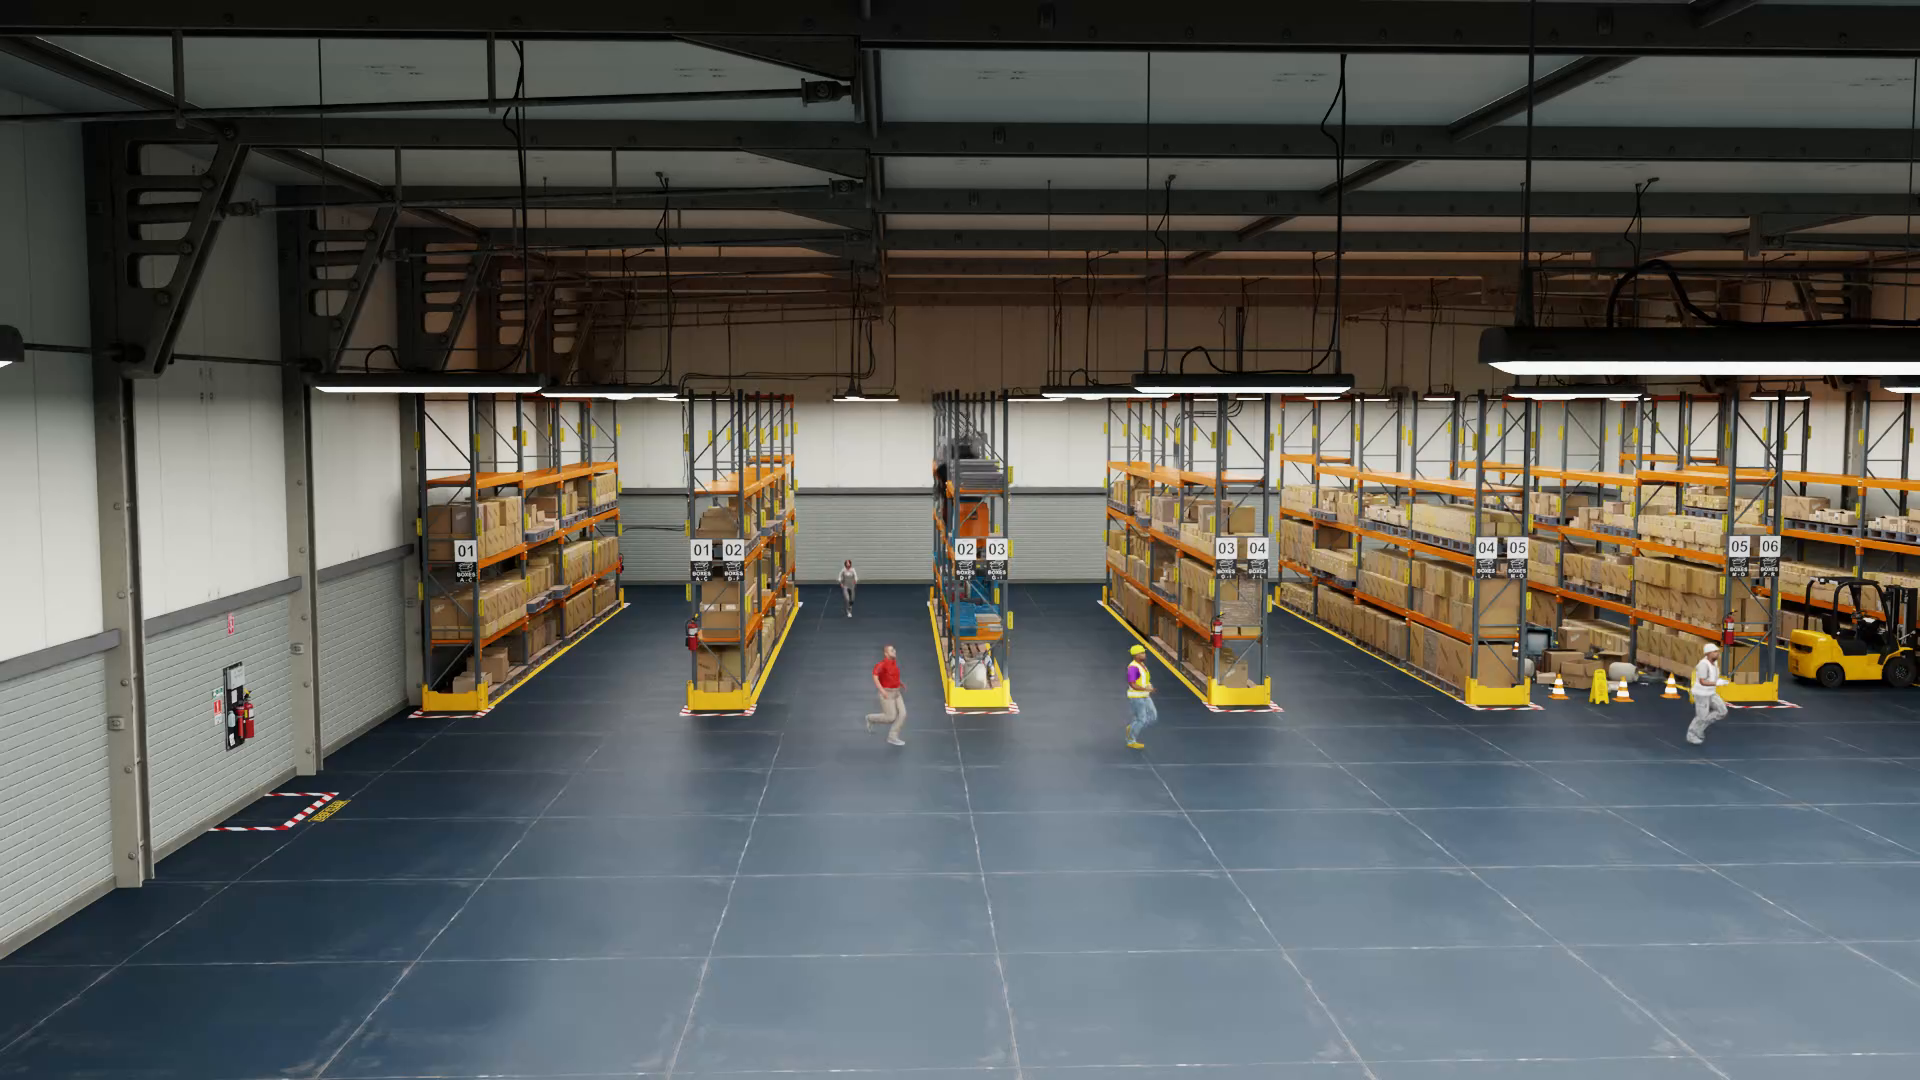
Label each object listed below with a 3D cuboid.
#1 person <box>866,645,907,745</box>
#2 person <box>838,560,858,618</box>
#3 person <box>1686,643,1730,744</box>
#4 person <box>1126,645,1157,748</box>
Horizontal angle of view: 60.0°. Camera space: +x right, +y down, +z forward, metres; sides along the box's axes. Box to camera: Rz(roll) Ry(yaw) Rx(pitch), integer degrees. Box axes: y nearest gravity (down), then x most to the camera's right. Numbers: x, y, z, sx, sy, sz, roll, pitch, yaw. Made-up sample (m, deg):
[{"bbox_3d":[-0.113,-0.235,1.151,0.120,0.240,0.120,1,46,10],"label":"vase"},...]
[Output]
[{"bbox_3d":[-1.231,2.610,28.065,0.659,1.686,0.683,3,5,29],"label":"person"},{"bbox_3d":[-3.017,1.295,44.779,0.532,1.555,0.614,-1,5,-9],"label":"person"},{"bbox_3d":[12.527,2.575,27.808,0.726,1.722,0.728,-4,6,-44],"label":"person"},{"bbox_3d":[3.021,2.601,27.674,0.582,1.724,0.692,2,5,24],"label":"person"}]
